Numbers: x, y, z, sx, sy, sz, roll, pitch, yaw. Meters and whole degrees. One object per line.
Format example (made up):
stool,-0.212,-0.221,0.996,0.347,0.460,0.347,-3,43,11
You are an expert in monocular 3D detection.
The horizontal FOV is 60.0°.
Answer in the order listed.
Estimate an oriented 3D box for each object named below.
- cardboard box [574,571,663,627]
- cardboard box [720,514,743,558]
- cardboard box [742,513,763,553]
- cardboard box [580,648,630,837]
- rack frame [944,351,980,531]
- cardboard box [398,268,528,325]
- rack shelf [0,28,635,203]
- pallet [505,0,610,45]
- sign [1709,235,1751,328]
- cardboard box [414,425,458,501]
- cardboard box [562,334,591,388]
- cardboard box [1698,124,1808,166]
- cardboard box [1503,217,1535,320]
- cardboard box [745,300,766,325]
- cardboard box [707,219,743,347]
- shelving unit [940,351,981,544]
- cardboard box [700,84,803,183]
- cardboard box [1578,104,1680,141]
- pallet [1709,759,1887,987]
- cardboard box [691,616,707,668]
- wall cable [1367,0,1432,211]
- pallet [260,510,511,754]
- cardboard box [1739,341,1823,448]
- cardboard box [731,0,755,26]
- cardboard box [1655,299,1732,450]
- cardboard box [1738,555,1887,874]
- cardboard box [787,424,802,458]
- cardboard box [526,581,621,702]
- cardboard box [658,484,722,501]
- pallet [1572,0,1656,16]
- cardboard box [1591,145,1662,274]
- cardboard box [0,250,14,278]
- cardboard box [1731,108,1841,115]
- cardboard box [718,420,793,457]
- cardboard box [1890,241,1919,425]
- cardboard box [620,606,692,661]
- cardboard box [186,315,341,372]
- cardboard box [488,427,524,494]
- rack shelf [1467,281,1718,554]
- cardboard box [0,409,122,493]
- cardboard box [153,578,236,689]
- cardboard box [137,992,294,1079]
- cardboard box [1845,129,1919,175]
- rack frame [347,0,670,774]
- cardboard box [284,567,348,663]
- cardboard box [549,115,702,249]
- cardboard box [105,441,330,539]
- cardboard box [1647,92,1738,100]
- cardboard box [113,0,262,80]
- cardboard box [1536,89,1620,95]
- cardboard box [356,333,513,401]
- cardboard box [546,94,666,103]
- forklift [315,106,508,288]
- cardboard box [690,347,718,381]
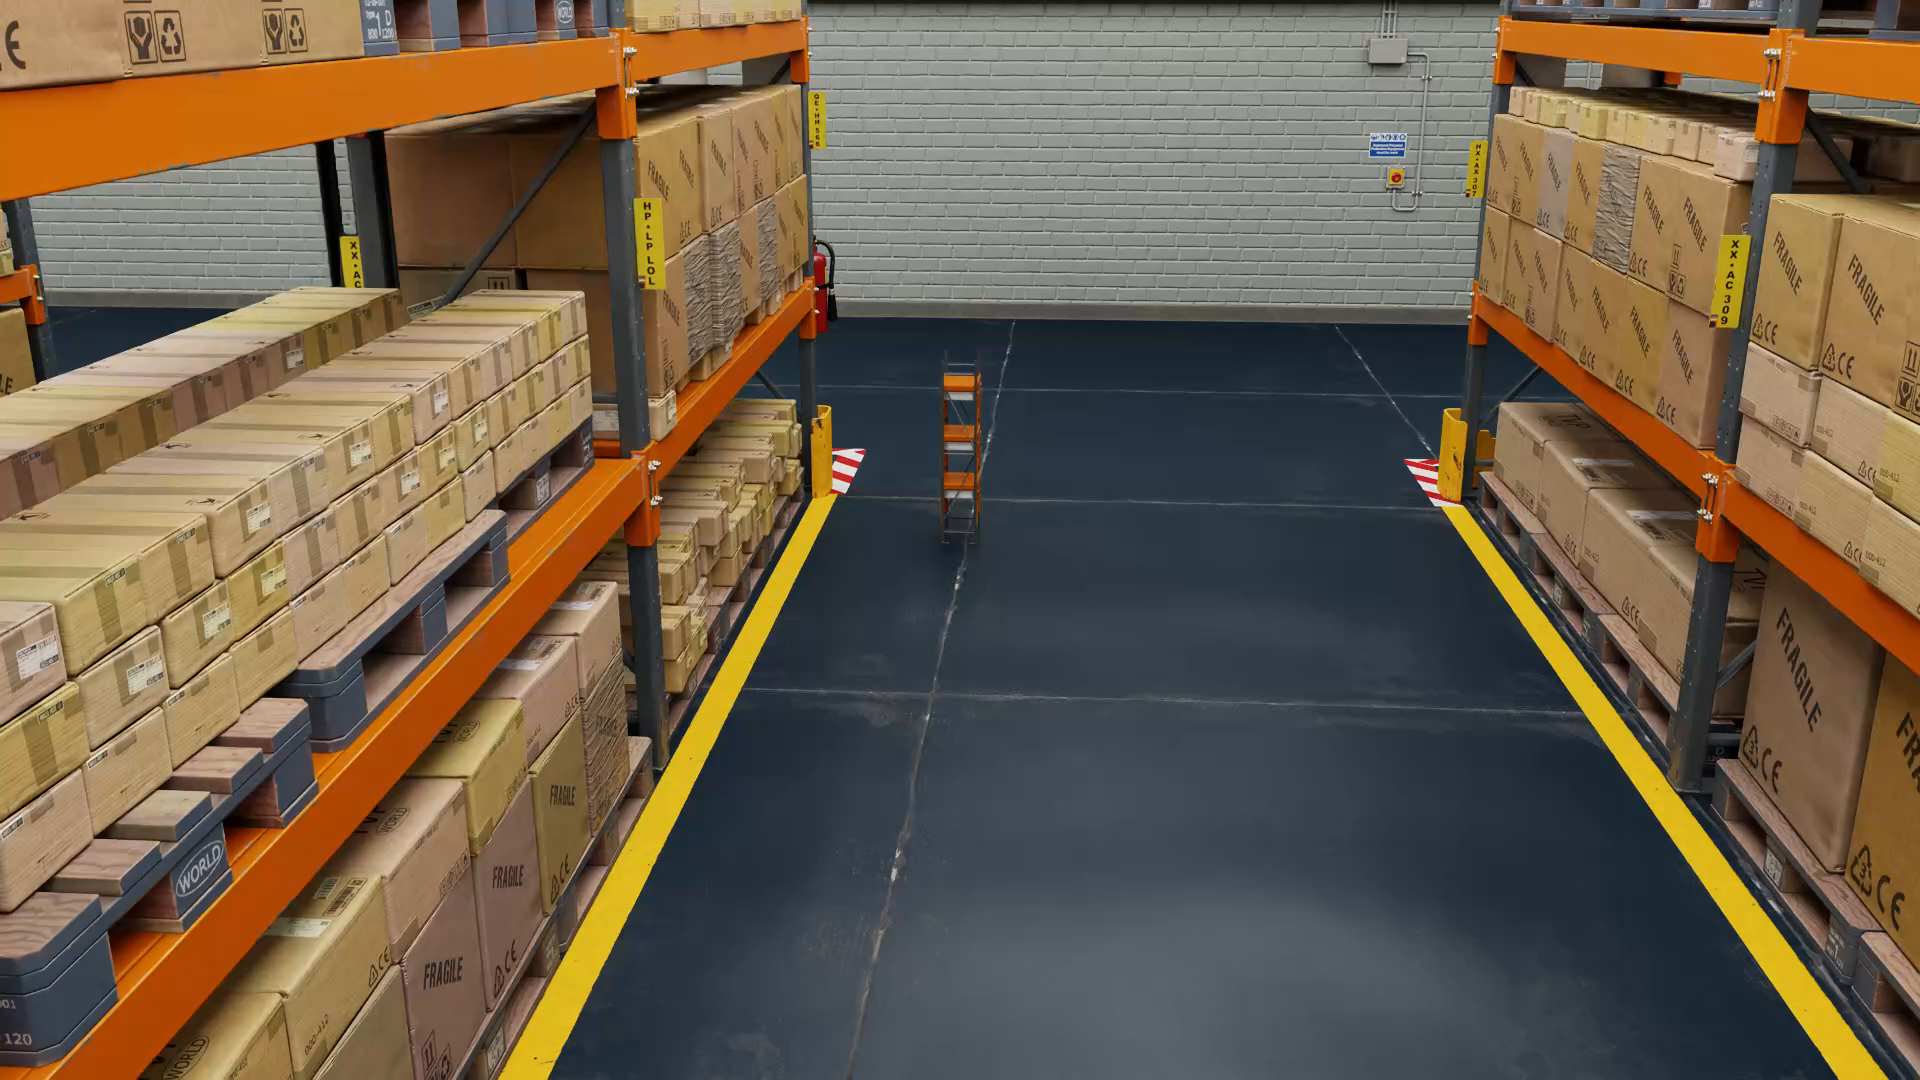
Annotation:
cardboard box,-1.442,0.240,6.821,0.380,0.149,0.250,2,18,6
cardboard box,-1.272,-0.024,8.106,0.380,0.149,0.250,1,18,3
cardboard box,-1.239,-0.045,8.646,0.380,0.149,0.250,2,18,5
cardboard box,-1.475,0.694,5.828,0.500,0.500,0.500,1,18,3
rack frame,0.013,-0.553,9.426,0.200,1.050,0.008,1,18,4
cardboard box,-1.921,-0.875,6.638,0.500,0.500,0.500,1,18,4
rack shelf,-1.817,-0.992,3.972,1.077,0.370,4.000,1,18,4
pallet,-1.824,-1.677,5.207,1.213,0.211,1.003,1,18,4
sign,2.717,-0.912,5.870,0.100,0.325,0.005,1,18,4
cardboard box,-1.596,-0.214,4.510,0.380,0.149,0.250,1,18,4
cardboard box,-1.505,-0.623,5.760,0.380,0.149,0.250,2,18,6
cardboard box,3.130,-1.541,6.501,0.380,0.149,0.250,1,18,4
cardboard box,3.228,-1.440,8.840,0.500,0.500,0.500,1,18,3
cardboard box,-1.230,-1.230,8.762,0.380,0.149,0.250,0,18,1
cardboard box,-1.286,-1.176,7.558,0.500,0.500,0.500,1,18,3
shelving unit,0.004,-0.516,9.310,0.215,1.050,0.252,1,18,4
cardboard box,-1.172,-2.288,9.346,0.500,0.500,0.500,1,18,3
cardboard box,3.103,-1.939,7.716,0.380,0.149,0.250,1,18,3
pallet,3.291,1.116,5.679,1.003,0.211,1.213,1,18,4
cardboard box,-1.308,0.437,7.177,0.380,0.149,0.250,2,18,6
wall cable,3.939,-3.943,14.956,0.585,1.953,0.123,1,18,4
pallet,-1.859,0.188,4.340,1.003,0.211,1.213,1,18,4
cardboard box,2.958,-0.487,5.529,0.500,0.250,0.500,1,18,2
cardboard box,-1.252,-2.501,7.663,0.500,0.250,0.500,2,18,6
cardboard box,3.049,-0.648,6.423,0.500,0.500,0.500,1,18,4
cardboard box,3.306,0.554,5.654,0.875,0.875,0.875,2,18,6
cardboard box,-1.140,-0.588,9.827,0.380,0.149,0.250,1,18,2
cardboard box,-1.475,0.339,5.707,0.500,0.250,0.500,1,18,2
cardboard box,-1.362,-0.169,8.069,0.380,0.149,0.250,1,18,2
pallet,3.430,-2.466,7.456,1.003,0.211,1.213,1,18,4
cardboard box,3.101,-1.442,7.240,0.500,0.500,0.500,2,18,5
cardboard box,-6.024,-1.677,10.127,0.380,0.149,0.250,2,18,5
cardboard box,3.680,-1.846,7.433,0.380,0.149,0.250,1,18,4
cardboard box,-1.139,-0.570,9.293,0.380,0.149,0.250,1,18,3
cardboard box,2.905,-0.529,4.453,0.500,0.500,0.500,1,18,3
cardboard box,-1.329,0.379,6.877,0.380,0.149,0.250,2,18,6
cardboard box,-2.196,-0.614,5.254,0.380,0.149,0.250,1,18,4
cardboard box,-1.561,-0.246,5.087,0.380,0.149,0.250,0,18,1
rack shelf,3.414,-0.730,7.989,1.077,0.370,4.000,1,18,4
cardboard box,-2.288,-0.214,4.034,0.380,0.149,0.250,2,18,7
cardboard box,-1.692,0.178,3.314,0.380,0.149,0.250,1,18,2
cardboard box,-1.670,1.136,3.276,0.500,0.250,0.500,0,18,1
cardboard box,3.555,-1.454,6.234,0.380,0.149,0.250,2,18,5
rack frame,-1.674,-0.530,6.223,1.000,3.000,0.127,1,18,4
cardboard box,-1.654,0.164,3.834,0.380,0.149,0.250,2,18,6
cardboard box,-1.376,-1.490,6.909,0.500,0.500,0.500,1,18,2
cardboard box,-1.658,-0.116,3.732,0.380,0.149,0.250,2,18,6
cardboard box,3.803,-2.247,8.654,0.380,0.149,0.250,1,18,3
cardboard box,-1.625,-1.087,2.946,0.500,0.500,0.500,1,18,4
cardboard box,3.308,-2.337,8.929,0.380,0.149,0.250,2,18,5
cardboard box,-1.565,-0.518,4.962,0.380,0.149,0.250,1,18,4
cardboard box,-1.773,-1.985,8.419,0.500,0.500,0.500,1,18,3
forklift,-3.116,-1.519,9.351,1.130,2.935,3.031,2,18,5
cardboard box,-1.307,-0.818,7.506,0.380,0.149,0.250,2,18,5
